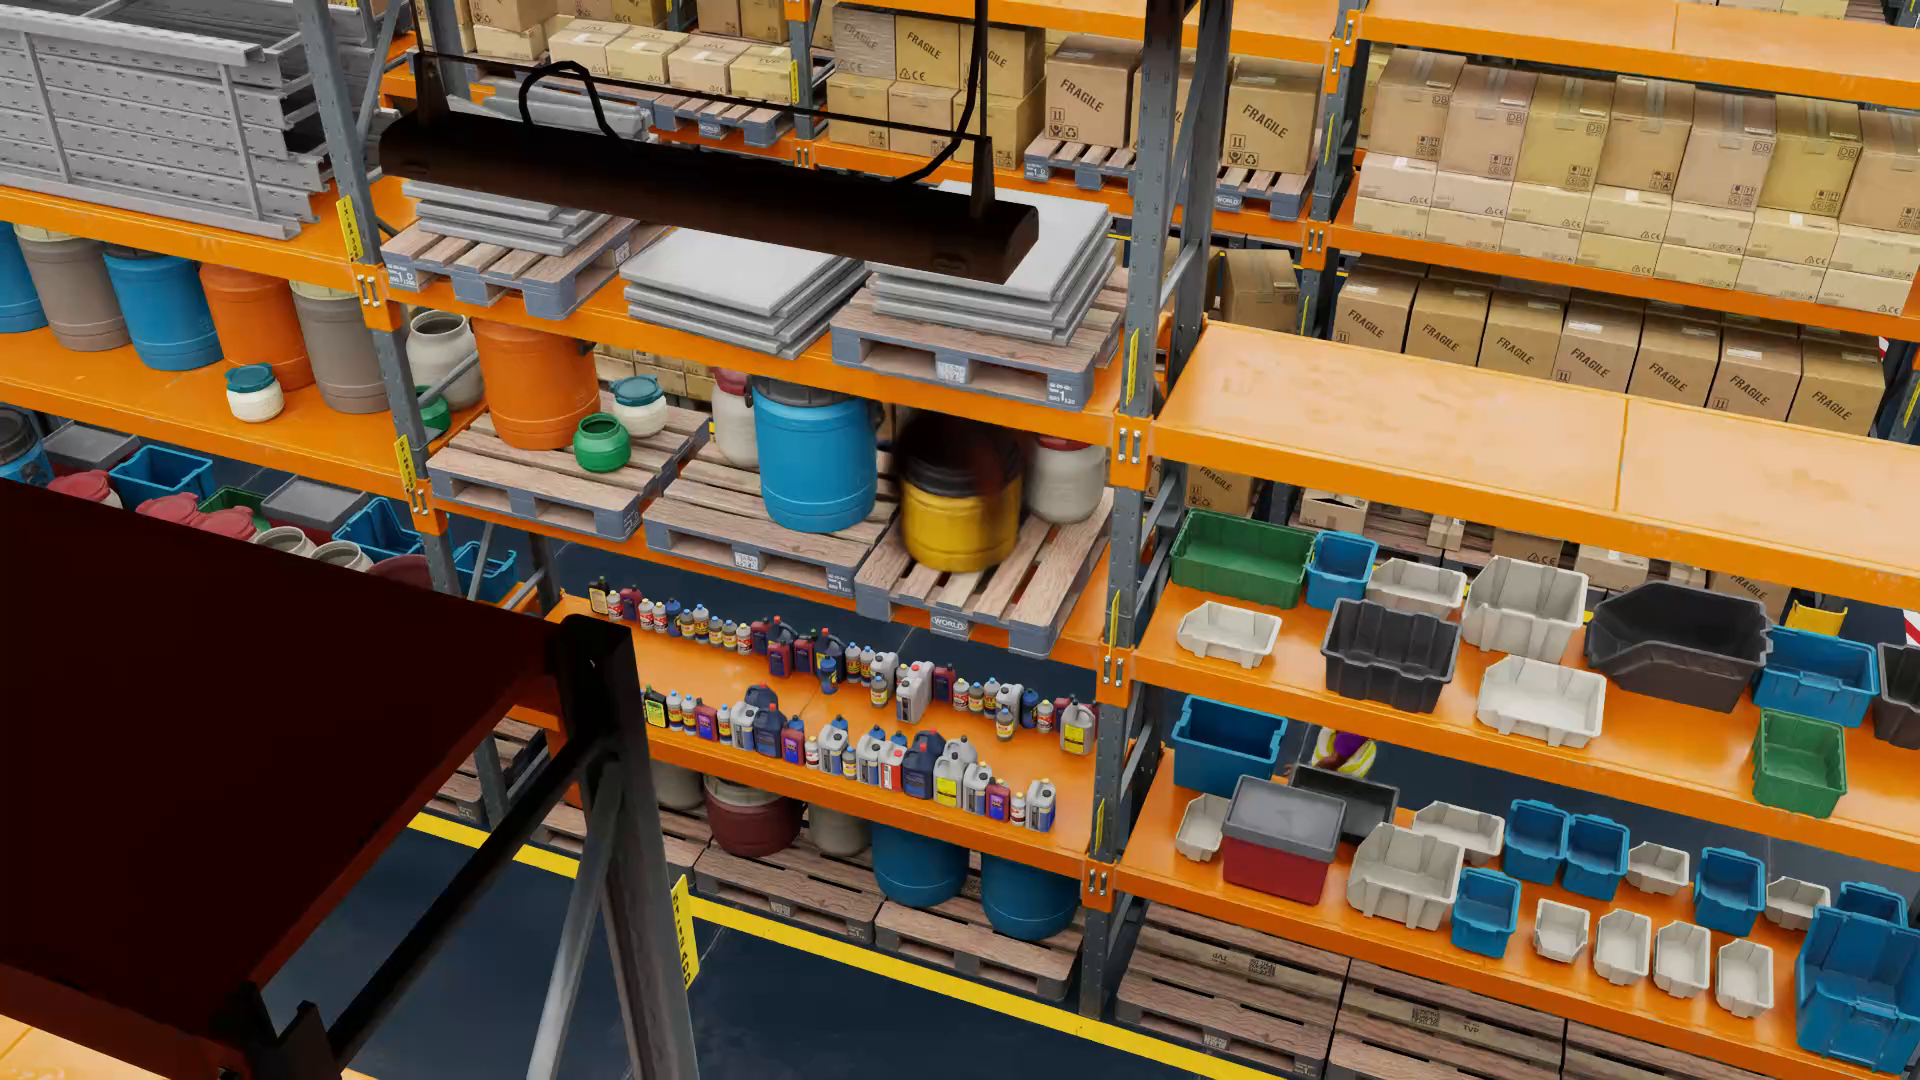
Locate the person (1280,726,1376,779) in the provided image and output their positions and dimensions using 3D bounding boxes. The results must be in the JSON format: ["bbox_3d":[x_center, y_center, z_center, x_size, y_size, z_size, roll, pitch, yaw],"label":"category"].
[{"bbox_3d":[2.265,1.332,10.062,1.029,1.714,0.710,28,45,32],"label":"person"}]

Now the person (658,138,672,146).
[{"bbox_3d":[-2.858,-3.280,16.462,0.440,1.594,0.390,-23,42,-27],"label":"person"}]
